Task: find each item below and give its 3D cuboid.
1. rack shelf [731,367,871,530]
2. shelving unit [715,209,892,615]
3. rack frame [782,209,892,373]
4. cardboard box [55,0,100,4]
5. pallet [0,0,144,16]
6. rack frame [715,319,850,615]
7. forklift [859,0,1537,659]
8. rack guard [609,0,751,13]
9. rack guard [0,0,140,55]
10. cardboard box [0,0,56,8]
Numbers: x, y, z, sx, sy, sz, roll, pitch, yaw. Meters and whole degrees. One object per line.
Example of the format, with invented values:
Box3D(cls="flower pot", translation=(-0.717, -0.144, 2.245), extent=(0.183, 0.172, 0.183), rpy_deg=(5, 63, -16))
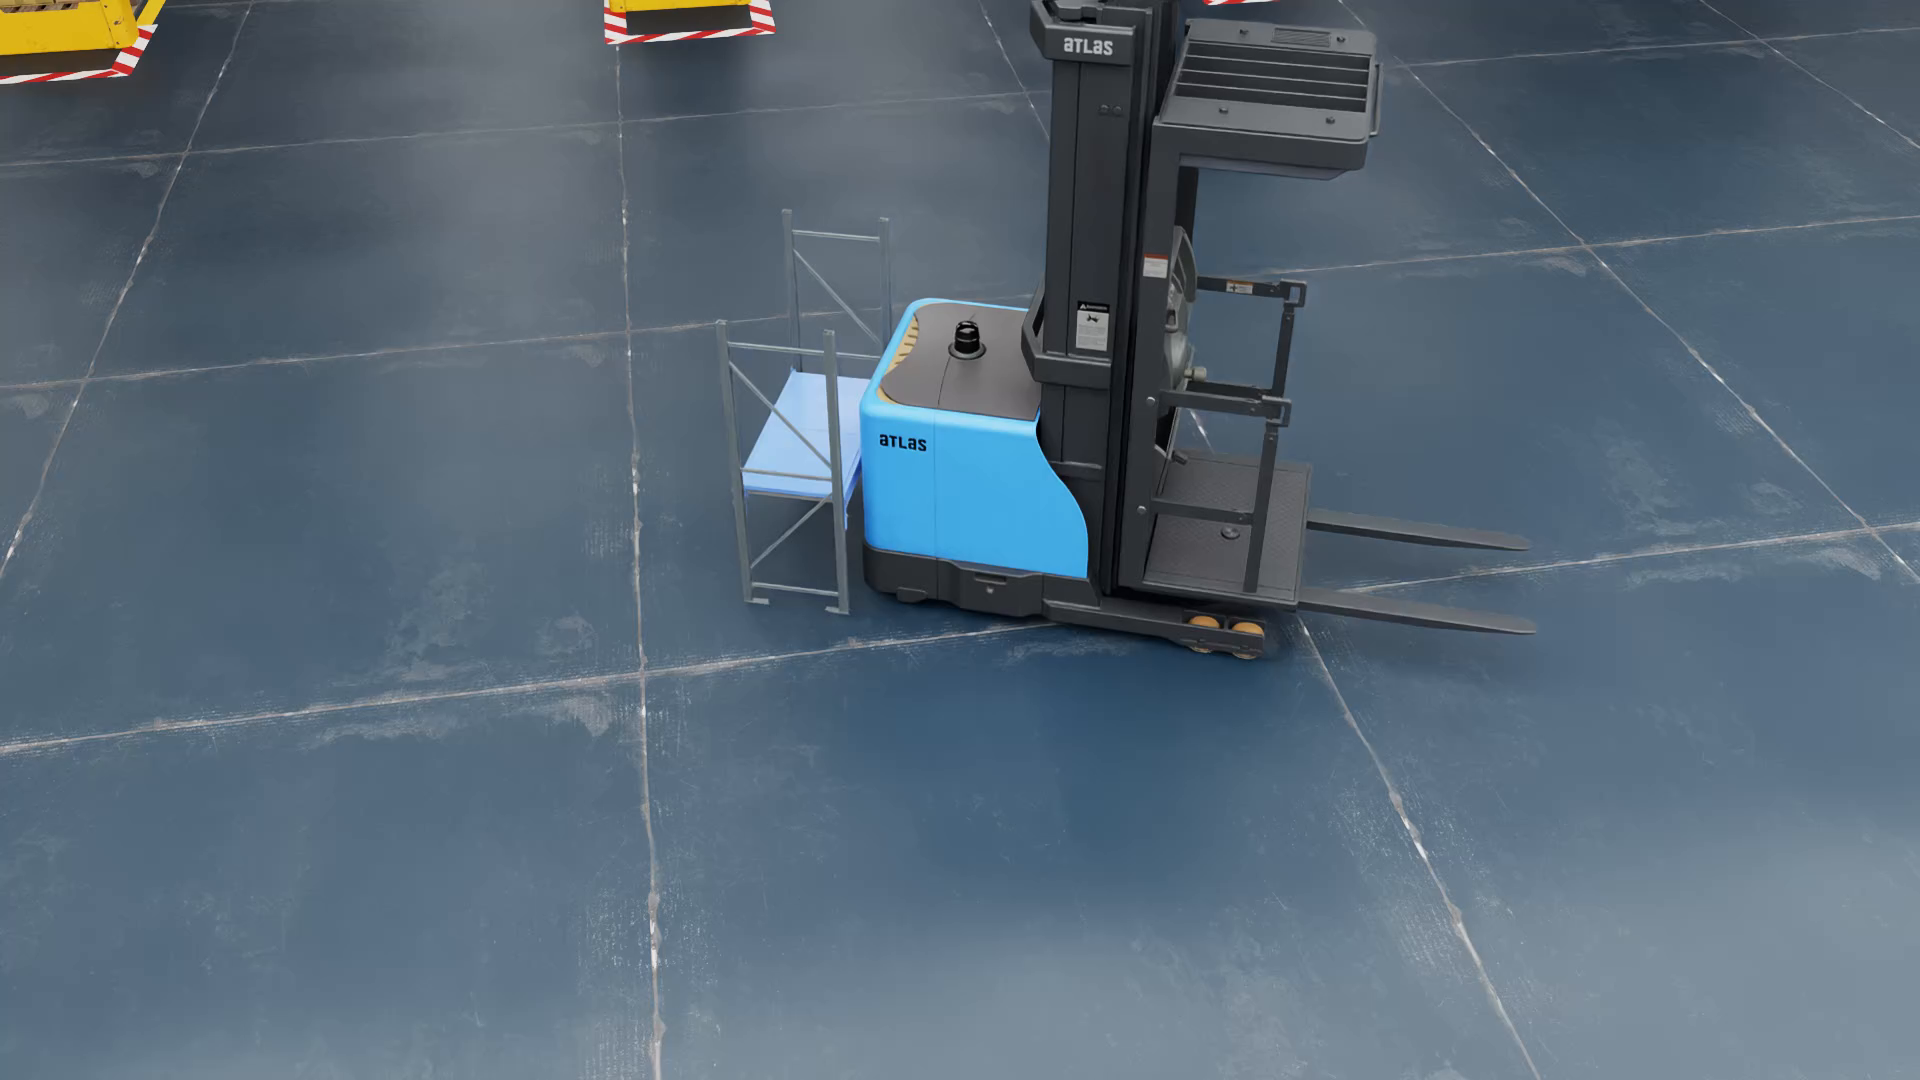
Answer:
Box3D(cls="rack shelf", translation=(-0.666, -0.447, 7.796), extent=(0.538, 0.185, 1.000), rpy_deg=(7, 38, 8))
Box3D(cls="shelving unit", translation=(-0.666, -0.590, 7.686), extent=(0.538, 1.500, 1.048), rpy_deg=(7, 38, 8))
Box3D(cls="rack frame", translation=(-0.572, -0.896, 8.081), extent=(0.500, 1.500, 0.032), rpy_deg=(7, 38, 8))
Box3D(cls="cardboard box", translation=(-7.042, -4.569, 13.485), extent=(0.500, 0.250, 0.500), rpy_deg=(-6, 38, -8))
Box3D(cls="pallet", translation=(-7.343, -4.497, 13.767), extent=(1.003, 0.211, 1.213), rpy_deg=(-6, 38, -8))
Box3D(cls="rack frame", translation=(-0.760, -0.283, 7.292), extent=(0.500, 1.500, 0.032), rpy_deg=(7, 38, 8))
Box3D(cls="forklift", translation=(1.120, -0.983, 7.027), extent=(3.031, 2.935, 1.130), rpy_deg=(8, 39, 10))
Box3D(cls="rack guard", translation=(-2.350, -4.725, 13.825), extent=(1.175, 0.500, 0.348), rpy_deg=(-6, 38, -8))
Box3D(cls="rack guard", translation=(-7.163, -4.139, 13.071), extent=(1.175, 0.500, 0.348), rpy_deg=(-6, 38, -8))
Box3D(cls="cardboard box", translation=(-7.552, -4.513, 13.413), extent=(0.500, 0.250, 0.500), rpy_deg=(-6, 38, -8))
